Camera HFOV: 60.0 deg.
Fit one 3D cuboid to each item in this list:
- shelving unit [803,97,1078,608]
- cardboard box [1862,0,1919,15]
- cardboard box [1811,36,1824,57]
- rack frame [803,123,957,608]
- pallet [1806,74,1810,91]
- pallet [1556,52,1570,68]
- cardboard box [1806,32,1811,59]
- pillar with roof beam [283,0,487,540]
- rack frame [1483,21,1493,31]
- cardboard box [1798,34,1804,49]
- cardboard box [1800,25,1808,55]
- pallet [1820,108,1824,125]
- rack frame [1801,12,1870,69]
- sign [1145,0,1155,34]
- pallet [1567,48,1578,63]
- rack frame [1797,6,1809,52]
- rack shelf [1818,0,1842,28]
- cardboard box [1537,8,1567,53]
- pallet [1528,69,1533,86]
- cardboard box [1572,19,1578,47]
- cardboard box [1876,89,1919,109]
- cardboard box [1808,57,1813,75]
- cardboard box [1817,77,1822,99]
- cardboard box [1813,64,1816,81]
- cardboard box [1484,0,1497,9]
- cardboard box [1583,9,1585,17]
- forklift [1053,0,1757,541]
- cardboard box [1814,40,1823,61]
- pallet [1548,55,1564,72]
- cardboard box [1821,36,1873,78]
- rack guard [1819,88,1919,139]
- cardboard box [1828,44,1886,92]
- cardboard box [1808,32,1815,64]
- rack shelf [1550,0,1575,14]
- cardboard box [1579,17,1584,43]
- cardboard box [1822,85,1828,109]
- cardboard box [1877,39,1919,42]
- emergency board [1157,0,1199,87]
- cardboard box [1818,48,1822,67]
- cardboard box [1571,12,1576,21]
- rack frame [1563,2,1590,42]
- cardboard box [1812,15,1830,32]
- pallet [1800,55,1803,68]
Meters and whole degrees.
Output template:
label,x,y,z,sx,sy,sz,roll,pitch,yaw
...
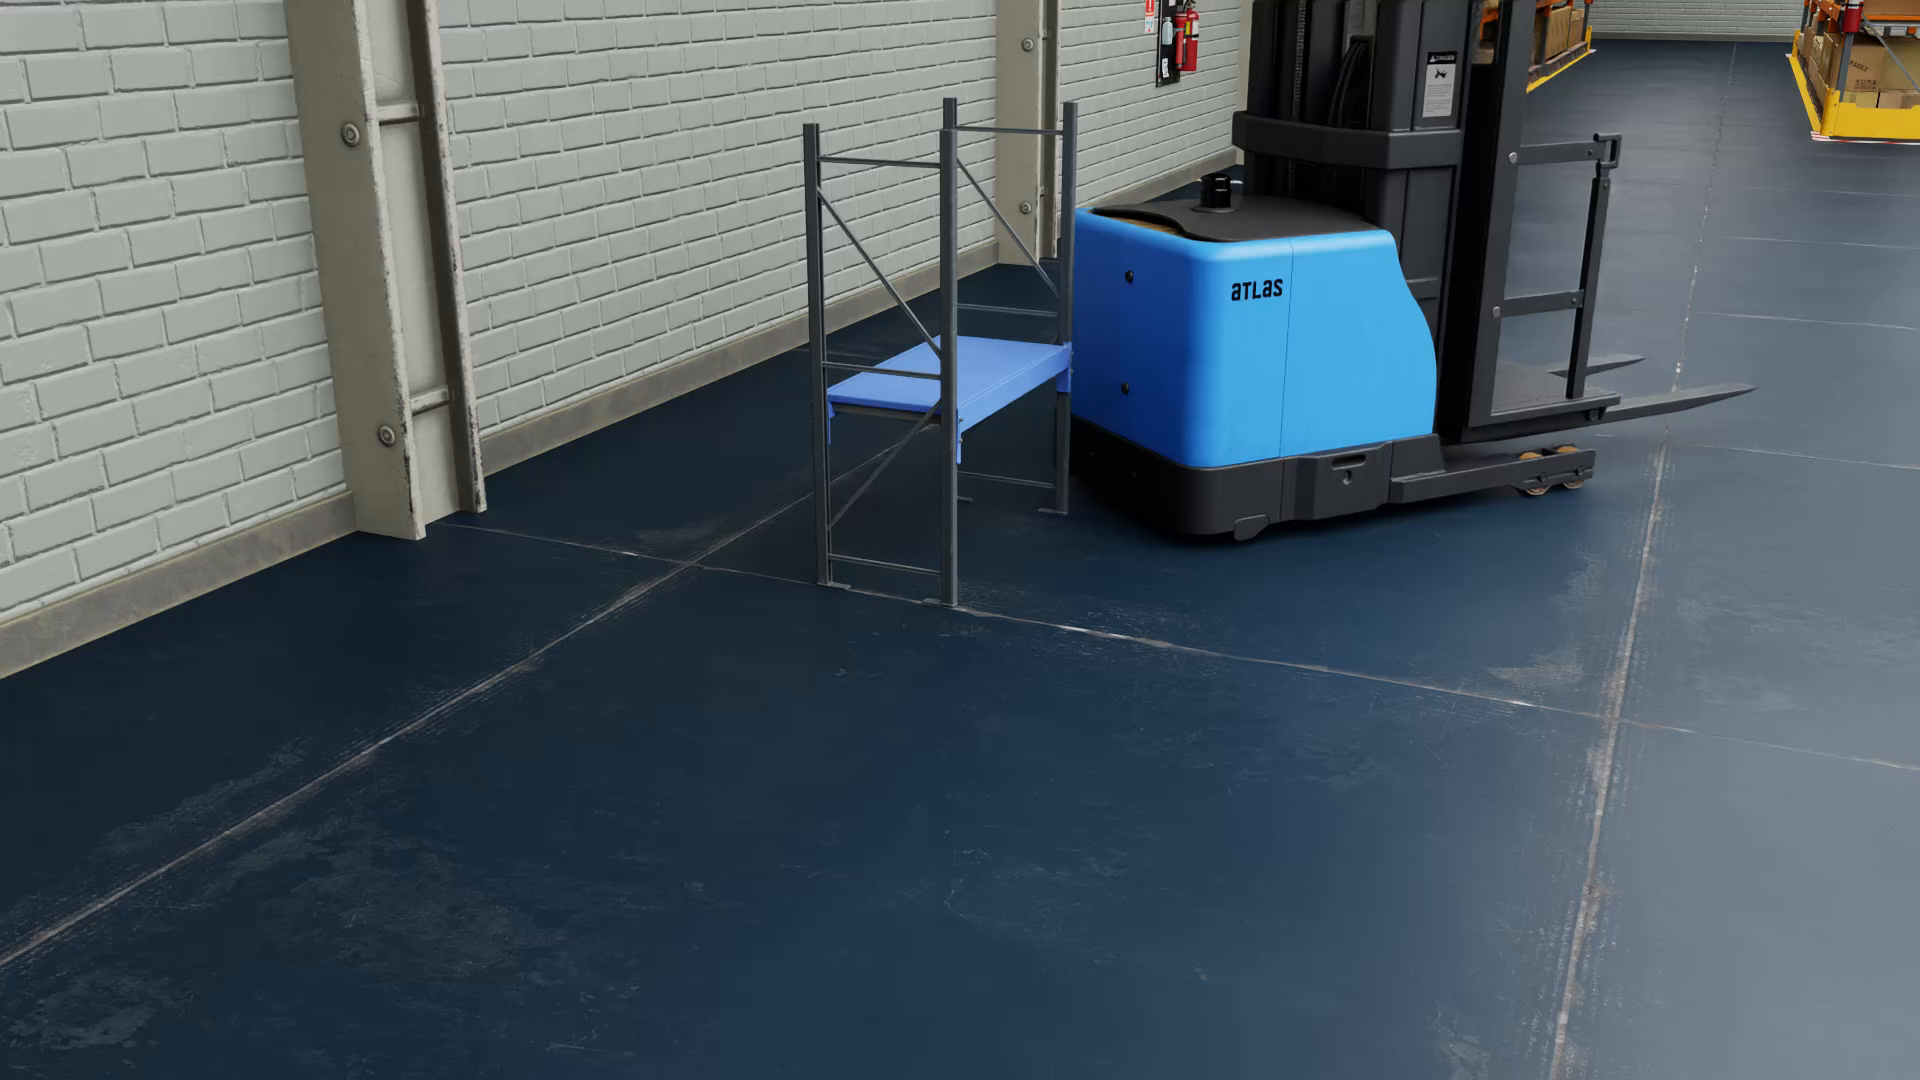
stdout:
label,x,y,z,sx,sy,sz,roll,pitch,yaw
shelving unit,-0.035,-0.681,5.644,0.538,1.500,1.048,9,21,23
cardboard box,10.587,-6.173,18.700,0.700,0.500,0.500,9,21,23
cardboard box,13.178,-7.477,25.156,0.500,0.311,0.500,9,22,25
rack frame,-0.243,-0.525,5.207,0.500,1.500,0.032,9,21,23
pallet,13.288,-6.870,24.971,1.003,0.211,1.213,9,21,23
pallet,10.530,-8.771,30.318,1.003,0.211,1.213,9,21,23
cardboard box,14.670,-8.403,28.196,0.500,0.500,0.500,9,21,23
pillar with roof beam,1.918,-3.729,3.025,9.100,9.000,0.400,9,21,23
rack frame,7.501,-7.886,23.666,1.000,3.000,0.127,9,21,23
cardboard box,16.045,-9.354,31.243,0.500,0.250,0.500,9,21,23
cardboard box,15.273,-8.896,29.579,0.500,0.500,0.500,9,21,23
pallet,10.659,-4.910,19.461,1.003,0.211,1.213,9,21,23
rack frame,15.298,-9.653,28.635,1.000,3.000,0.127,9,21,23
sign,1.537,-4.273,13.455,0.001,0.329,0.234,9,21,23
pallet,11.160,-9.239,31.634,1.003,0.211,1.213,9,21,23
rack frame,16.936,-10.876,32.073,1.000,3.000,0.127,9,21,23
rack shelf,12.841,-7.480,23.598,1.077,0.370,4.000,9,21,23
cardboard box,10.269,-9.028,29.459,0.750,0.750,0.750,9,22,24
pallet,8.317,-7.185,25.856,1.003,0.211,1.213,9,21,23
cardboard box,11.598,-9.876,32.366,0.700,0.500,0.500,9,22,24
cardboard box,10.807,-5.020,19.086,0.500,0.250,0.500,9,21,23
cardboard box,12.973,-7.059,24.818,0.500,0.250,0.500,8,21,21
cardboard box,11.137,-5.705,21.012,0.500,0.250,0.500,9,21,23
cardboard box,12.345,-6.587,23.491,0.500,0.250,0.500,9,21,24
cardboard box,6.353,-6.708,20.547,0.500,0.250,0.500,8,21,21
cardboard box,12.334,-10.588,33.400,0.380,0.149,0.250,8,21,22
forklift,1.923,-1.701,6.378,3.031,2.935,1.130,-9,22,-25
cardboard box,12.550,-7.002,23.822,0.500,0.311,0.500,8,21,22
pallet,10.032,-8.397,29.265,1.003,0.211,1.213,9,21,23
cardboard box,11.137,-6.059,20.886,0.500,0.500,0.500,9,21,23
rack guard,10.374,-4.800,18.718,1.175,0.500,0.348,9,21,23
cardboard box,10.332,-5.445,19.161,0.500,0.500,0.500,9,21,23
cardboard box,14.041,-7.936,26.881,0.500,0.500,0.500,8,21,21
rack shelf,9.958,-9.381,28.944,1.077,0.370,4.000,9,21,23
cardboard box,12.220,-10.347,33.690,0.700,0.500,0.500,9,21,23
cardboard box,10.528,-5.246,19.720,0.500,0.250,0.500,9,21,23
cardboard box,11.424,-5.832,20.248,0.500,0.500,0.500,9,21,23
emergency board,1.857,-4.411,13.897,0.194,1.169,0.643,9,21,23
cardboard box,11.927,-6.537,22.514,0.500,0.311,0.500,9,21,23
cardboard box,11.484,-9.951,31.610,0.380,0.149,0.250,9,22,25
rack frame,12.415,-11.554,33.981,1.000,3.000,0.127,9,21,23
cardboard box,14.263,-8.462,27.242,0.500,0.250,0.500,8,21,22
pallet,15.580,-8.549,29.692,1.003,0.211,1.213,9,21,23
